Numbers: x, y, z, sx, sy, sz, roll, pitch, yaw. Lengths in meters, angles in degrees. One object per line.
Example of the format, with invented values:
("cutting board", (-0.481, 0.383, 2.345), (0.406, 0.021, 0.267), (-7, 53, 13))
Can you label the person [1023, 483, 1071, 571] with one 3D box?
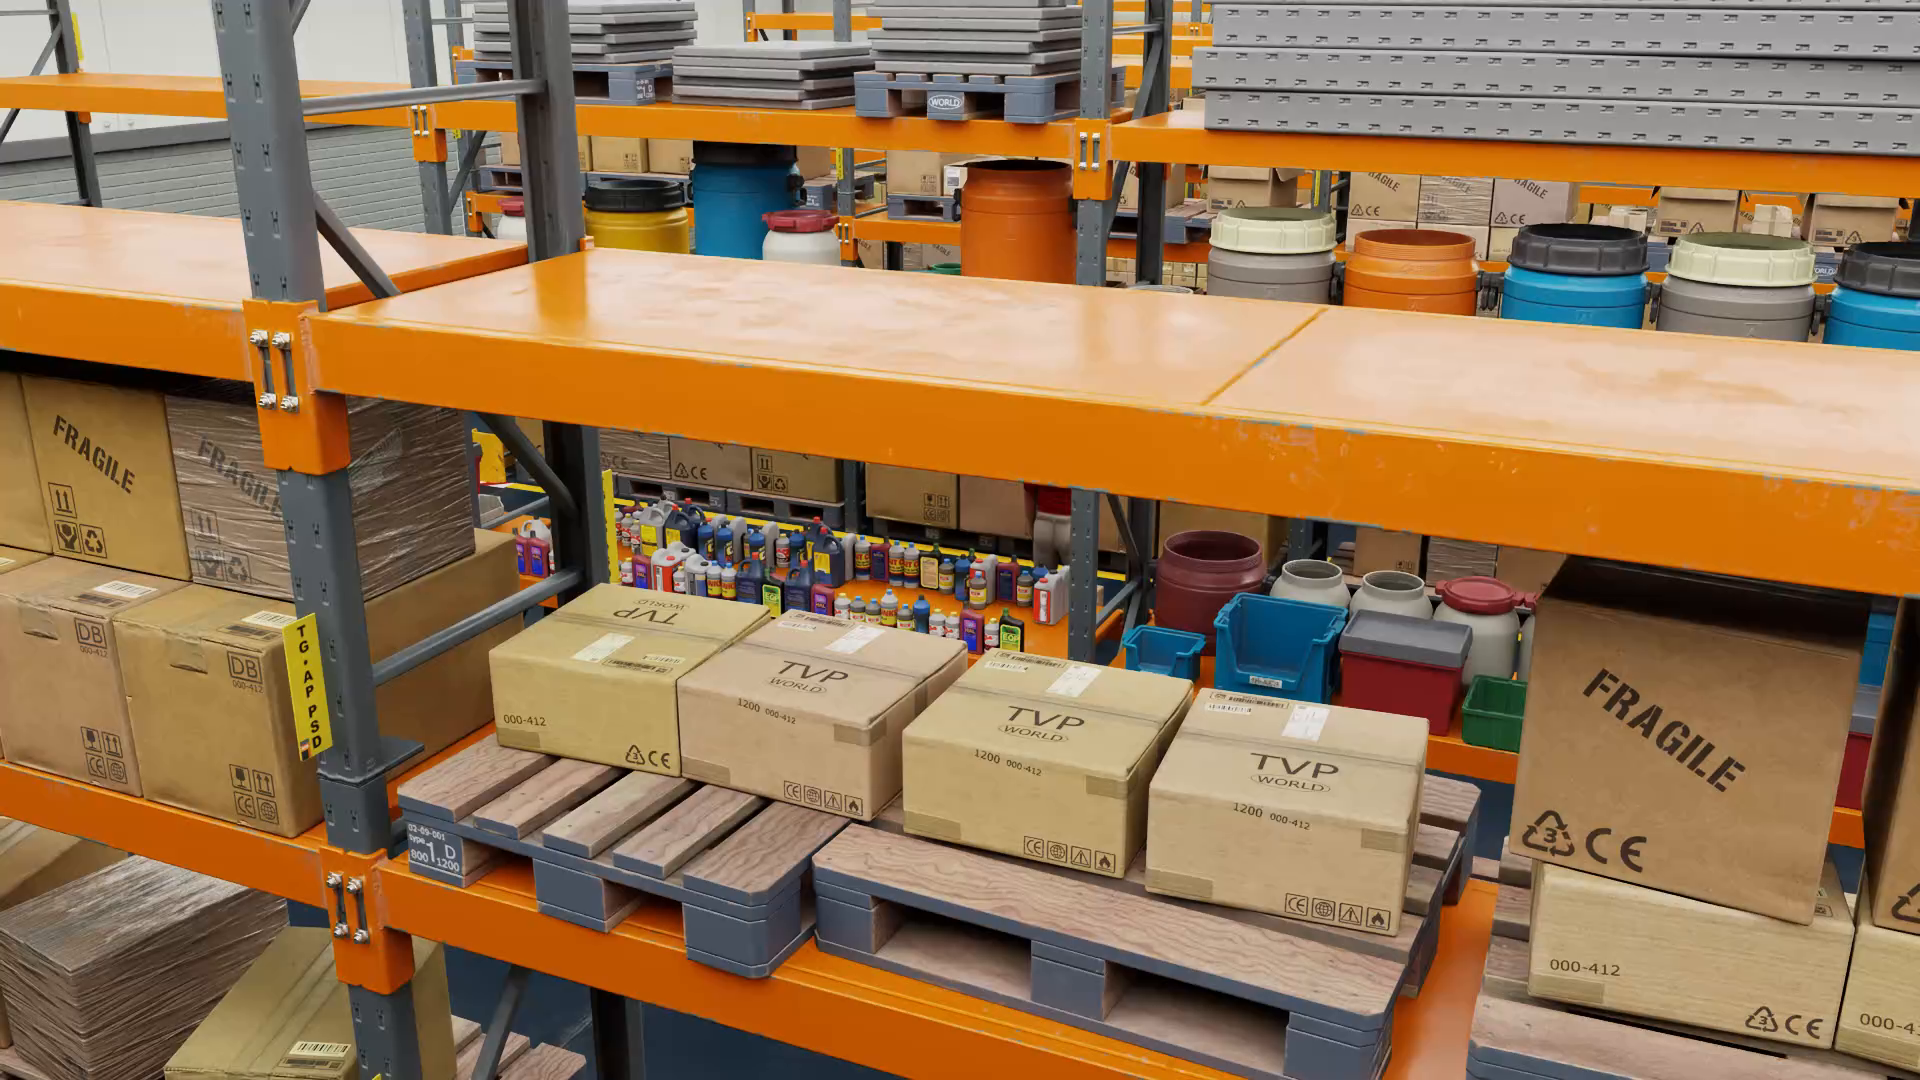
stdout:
("person", (0.724, -0.044, 12.252), (0.536, 1.715, 0.356), (9, 21, 24))
